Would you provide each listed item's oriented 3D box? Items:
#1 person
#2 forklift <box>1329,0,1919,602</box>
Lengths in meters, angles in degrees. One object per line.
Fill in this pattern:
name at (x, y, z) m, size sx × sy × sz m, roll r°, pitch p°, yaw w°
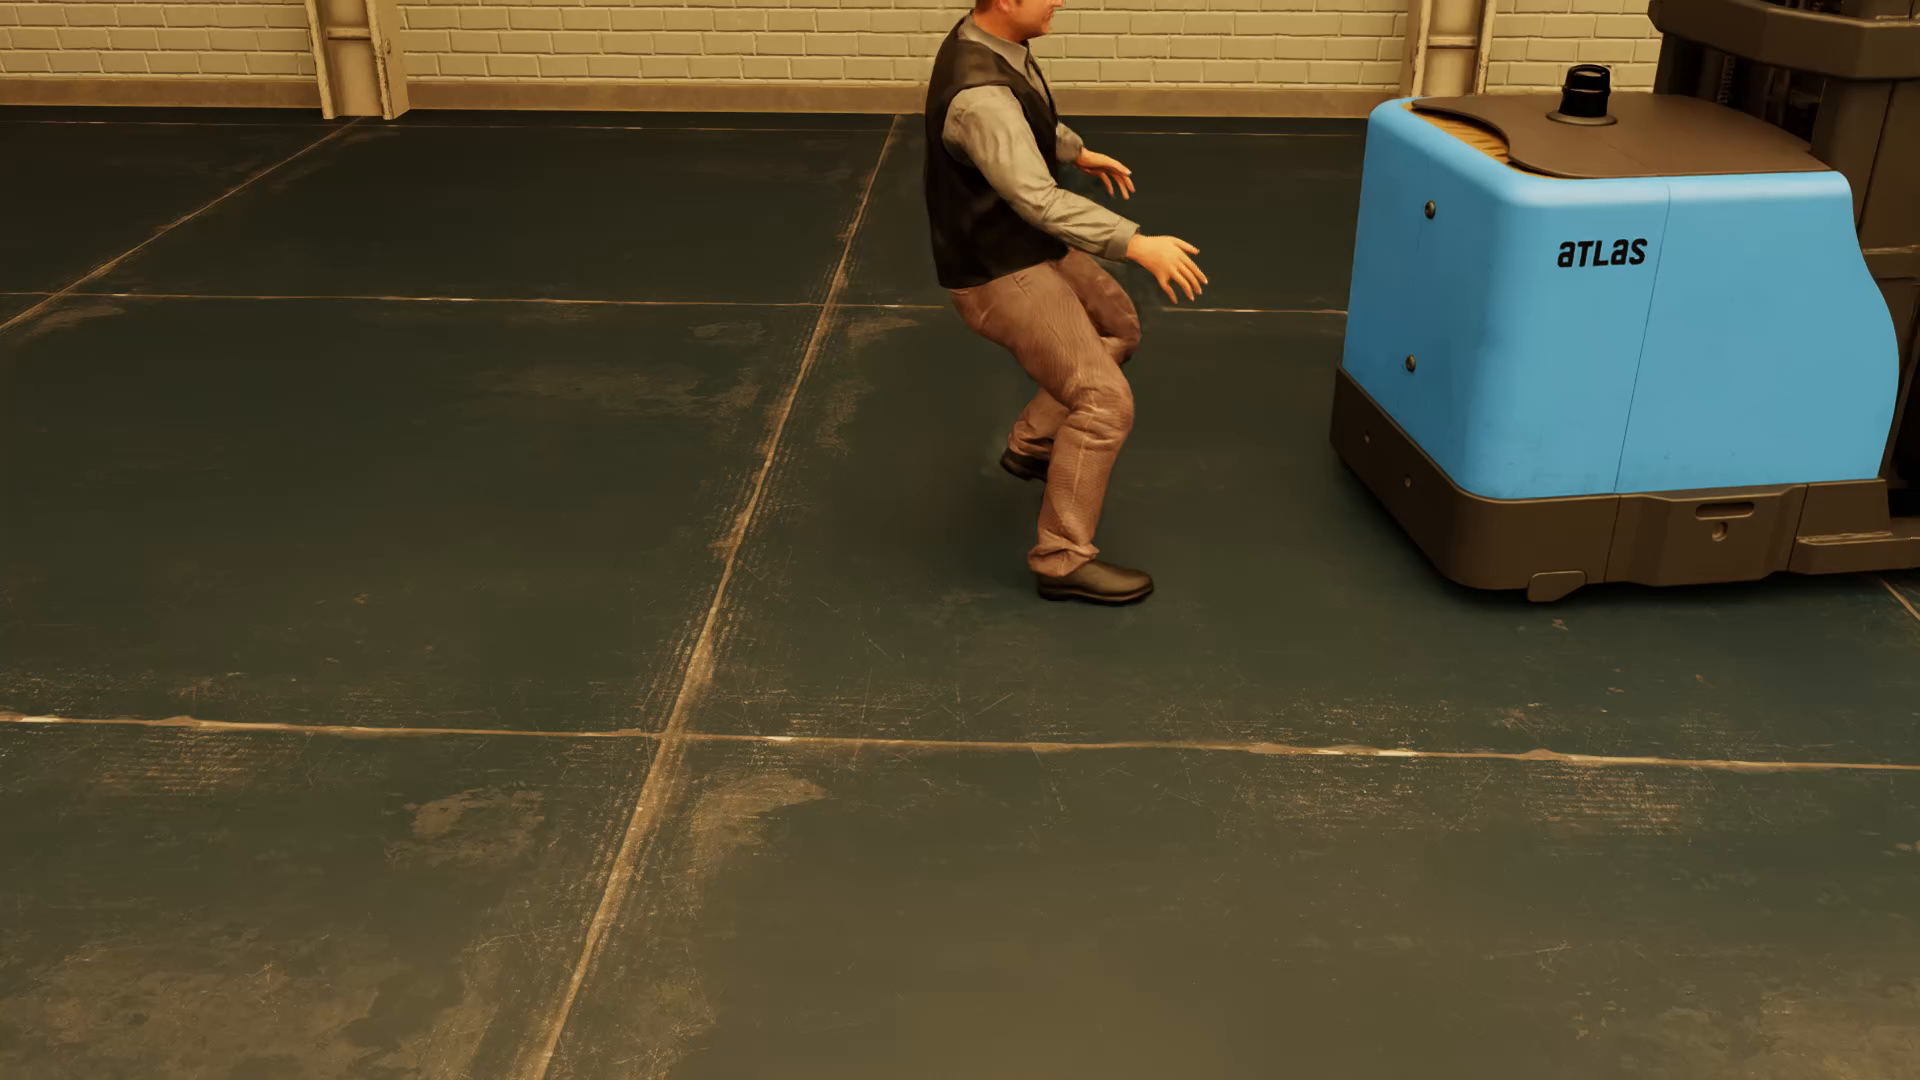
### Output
person at (0.253, -0.720, 4.211) m, size 0.696 × 1.571 × 0.840 m, roll 2°, pitch 26°, yaw 3°
forklift at (2.658, -1.439, 4.125) m, size 3.031 × 2.935 × 1.130 m, roll -3°, pitch 26°, yaw -7°
